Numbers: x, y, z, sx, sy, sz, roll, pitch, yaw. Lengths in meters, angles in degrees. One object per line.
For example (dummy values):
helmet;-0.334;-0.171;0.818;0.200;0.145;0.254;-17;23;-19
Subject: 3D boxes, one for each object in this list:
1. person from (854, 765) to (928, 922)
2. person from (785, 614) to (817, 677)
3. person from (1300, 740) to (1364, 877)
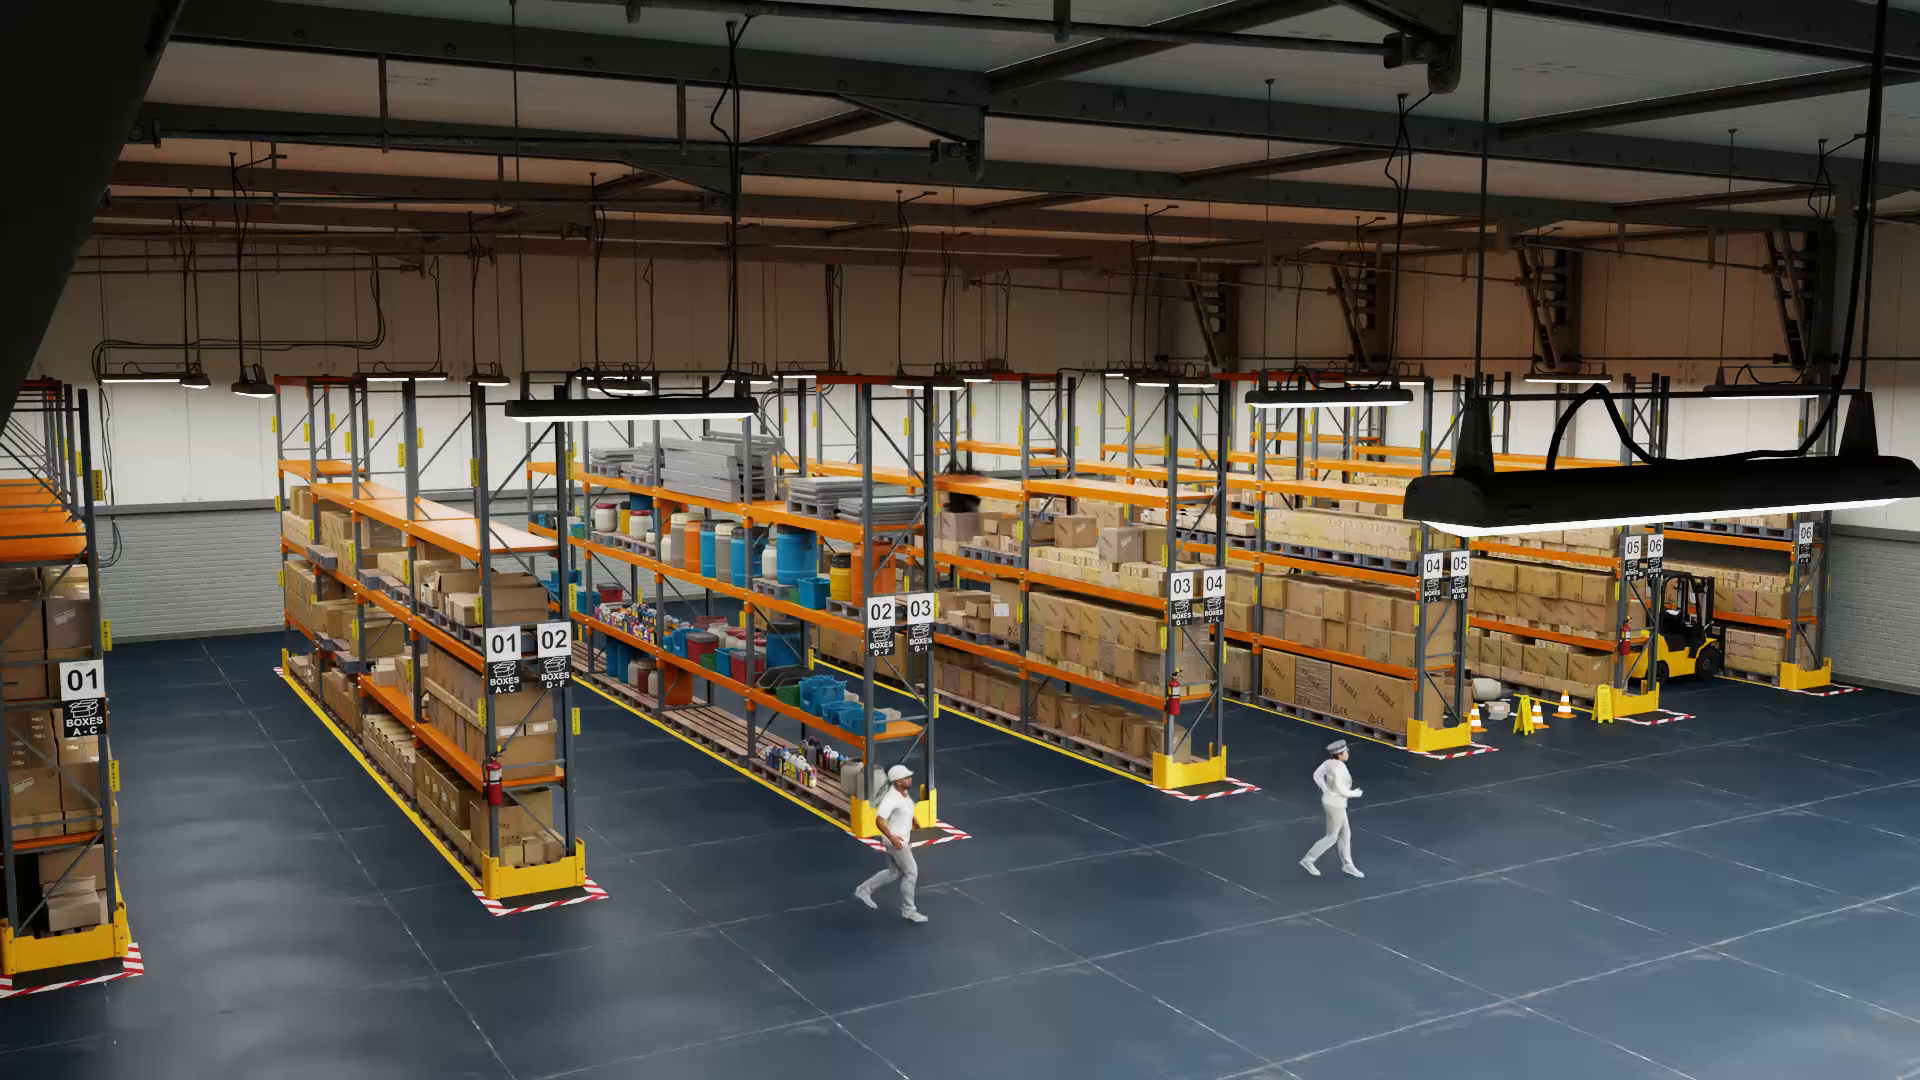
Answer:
person;-0.777;3.407;18.753;0.844;1.790;0.696;0;6;3
person;-2.969;1.868;31.184;0.578;1.655;0.819;-4;7;-33
person;4.542;3.277;20.251;0.818;1.727;0.630;0;6;-1
